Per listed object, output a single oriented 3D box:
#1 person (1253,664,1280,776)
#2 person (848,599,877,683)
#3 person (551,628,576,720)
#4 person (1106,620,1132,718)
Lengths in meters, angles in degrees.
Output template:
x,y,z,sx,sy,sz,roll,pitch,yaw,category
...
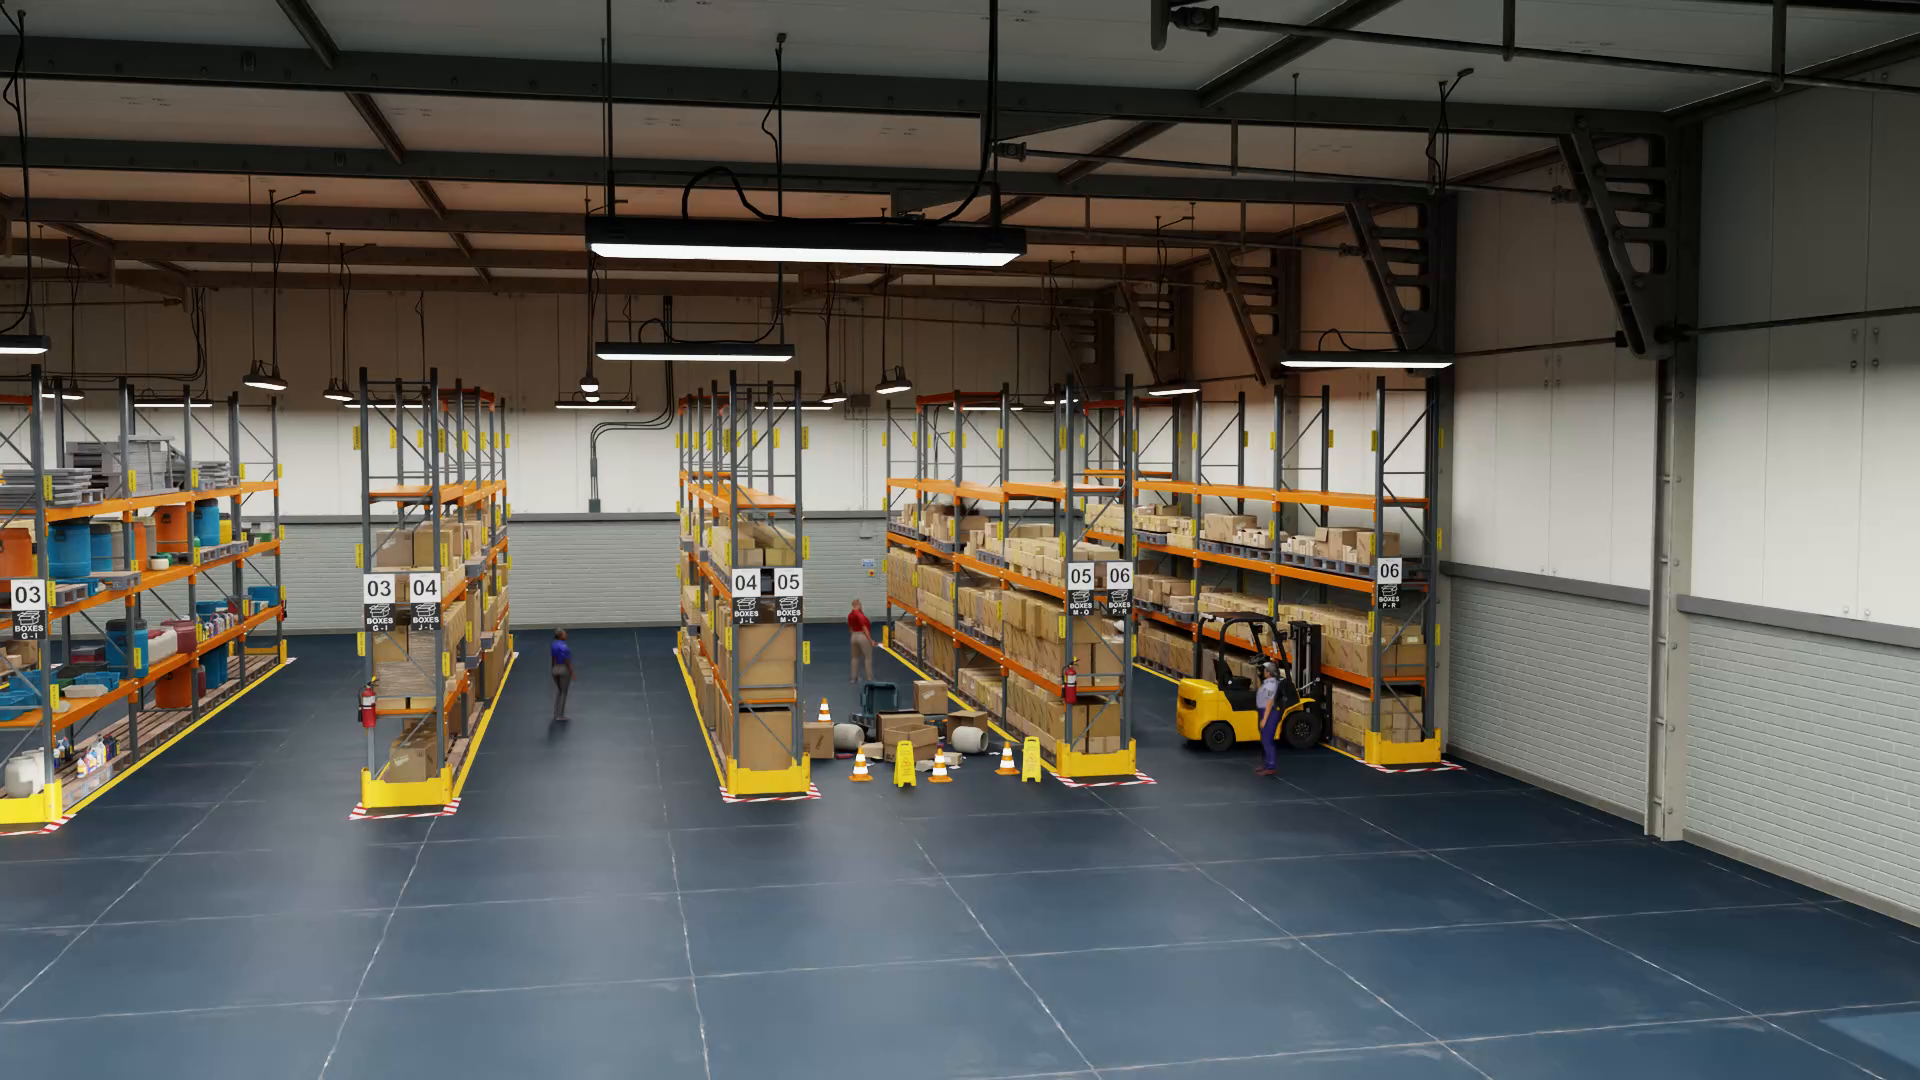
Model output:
x,y,z,sx,sy,sz,roll,pitch,yaw,category
4.621,2.701,25.058,0.353,1.662,0.496,0,3,-1,person
-1.964,2.044,33.549,0.650,1.718,0.478,3,5,42,person
-7.096,2.410,29.747,0.488,1.688,0.462,2,4,26,person
2.863,2.331,29.968,0.509,1.797,0.577,0,3,0,person
